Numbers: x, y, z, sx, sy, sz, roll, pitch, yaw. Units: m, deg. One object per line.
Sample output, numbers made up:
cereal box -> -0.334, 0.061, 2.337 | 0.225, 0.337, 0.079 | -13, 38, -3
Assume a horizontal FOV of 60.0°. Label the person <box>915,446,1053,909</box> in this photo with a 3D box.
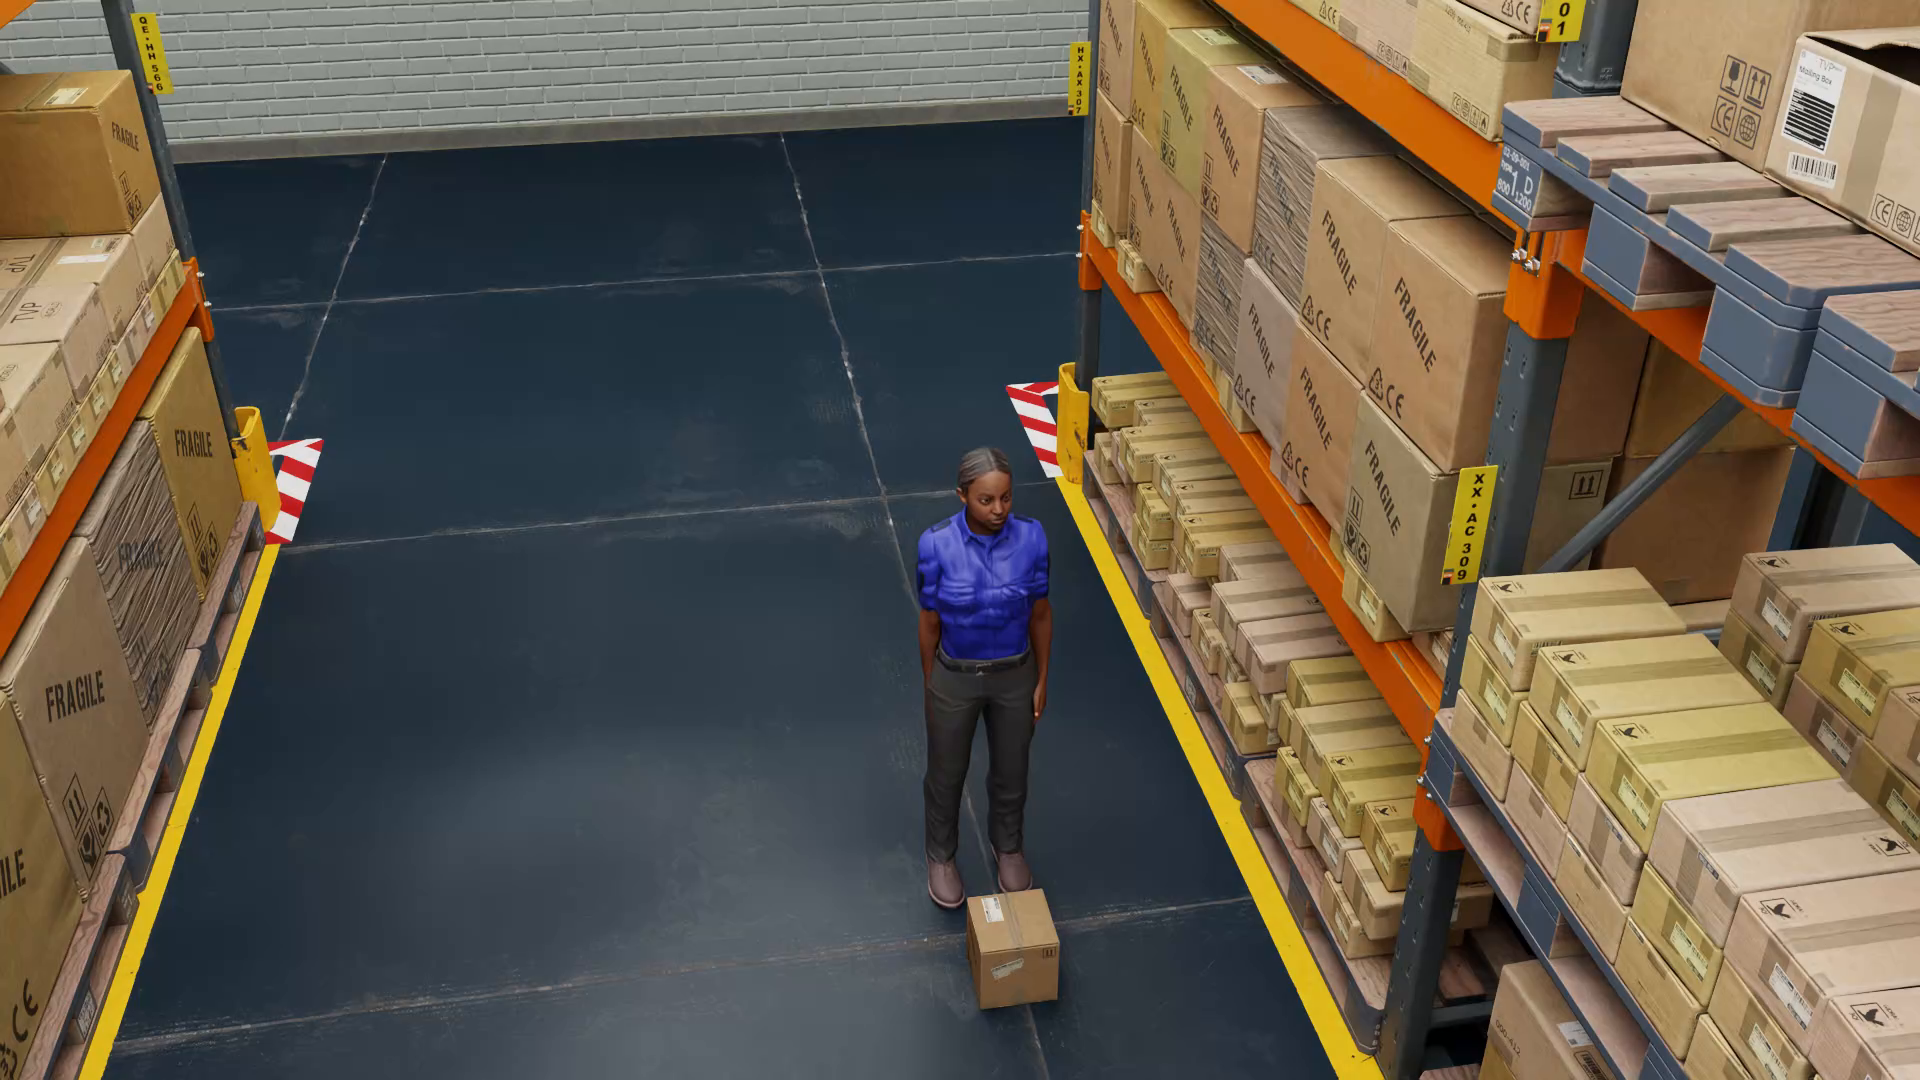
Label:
person -> 0.079, 0.457, 5.372 | 0.426, 1.663, 0.317 | -5, 31, -8
